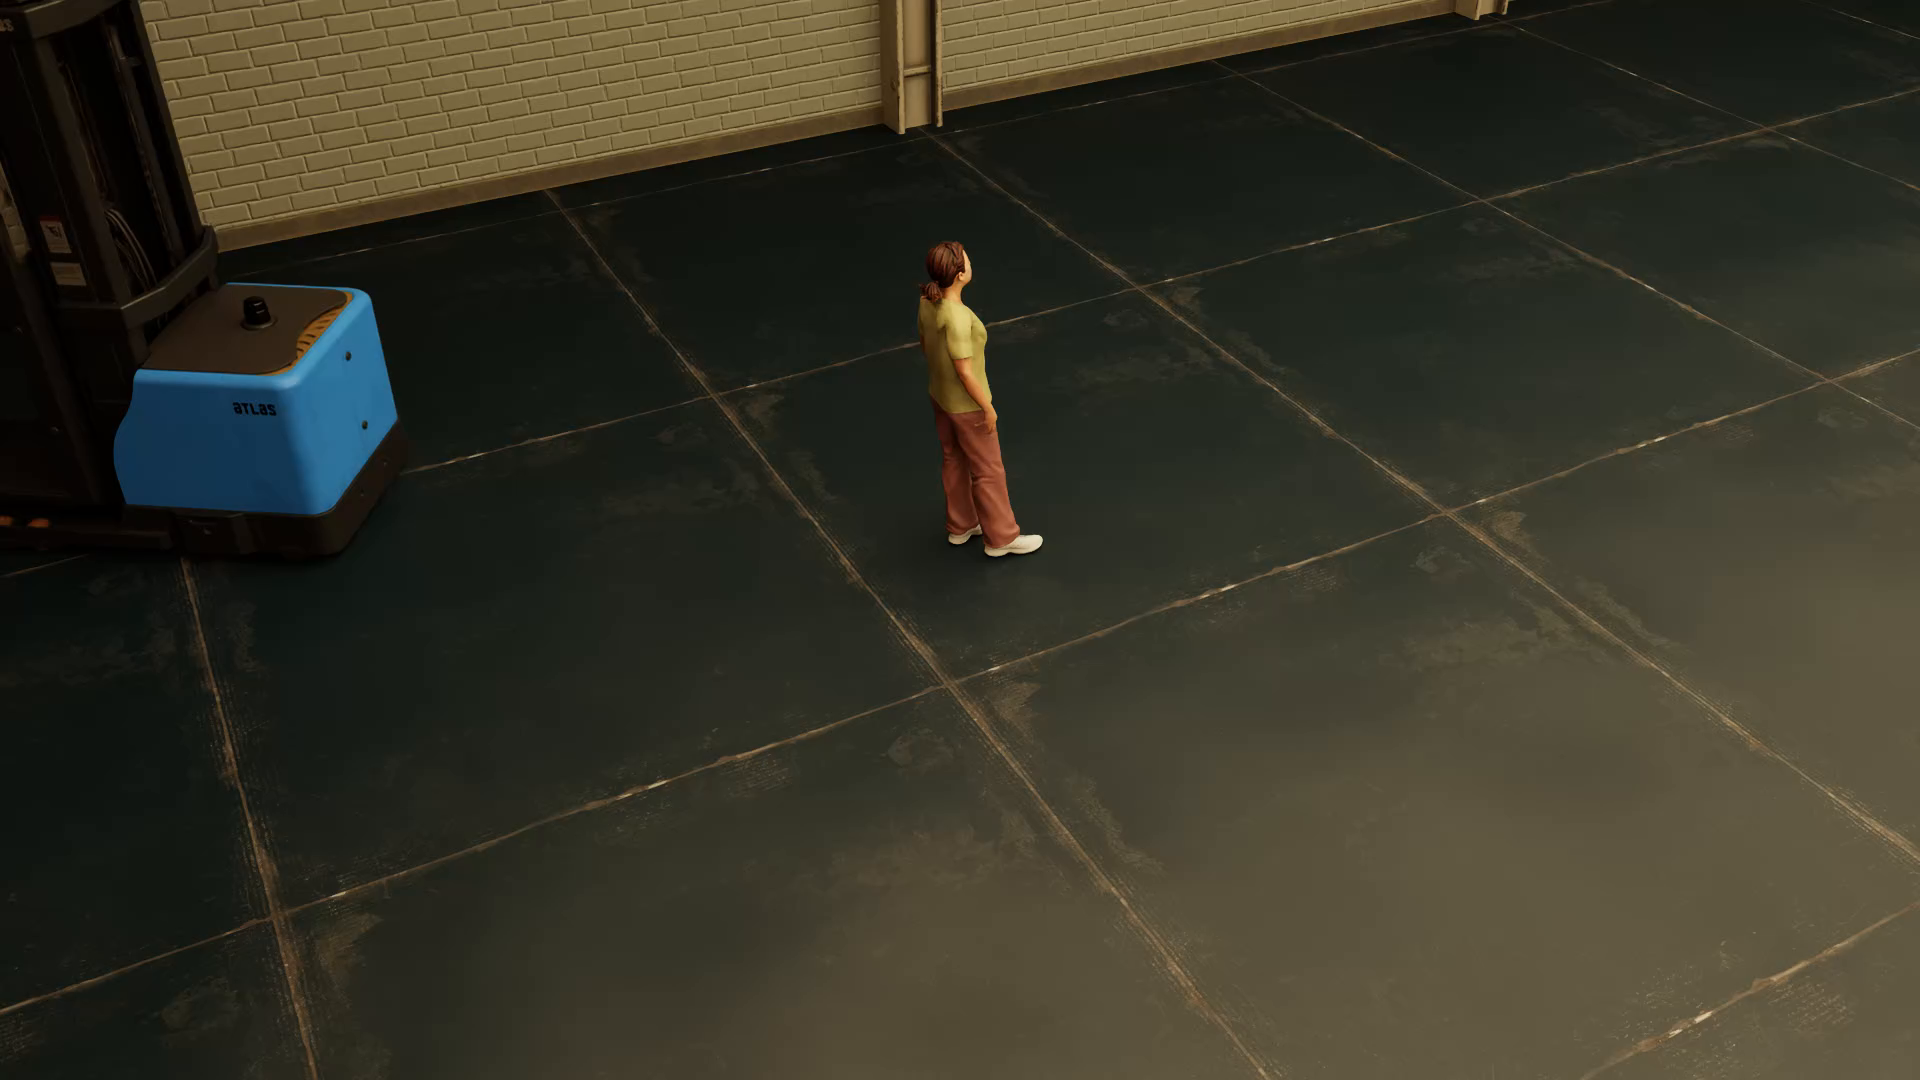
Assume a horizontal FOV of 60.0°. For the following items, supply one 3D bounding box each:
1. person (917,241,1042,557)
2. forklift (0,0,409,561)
[{"bbox_3d":[0.070,-0.704,8.194,0.549,1.675,0.553,-17,39,-23],"label":"person"},{"bbox_3d":[-4.599,-1.442,8.163,3.031,2.935,1.130,3,35,5],"label":"forklift"}]
